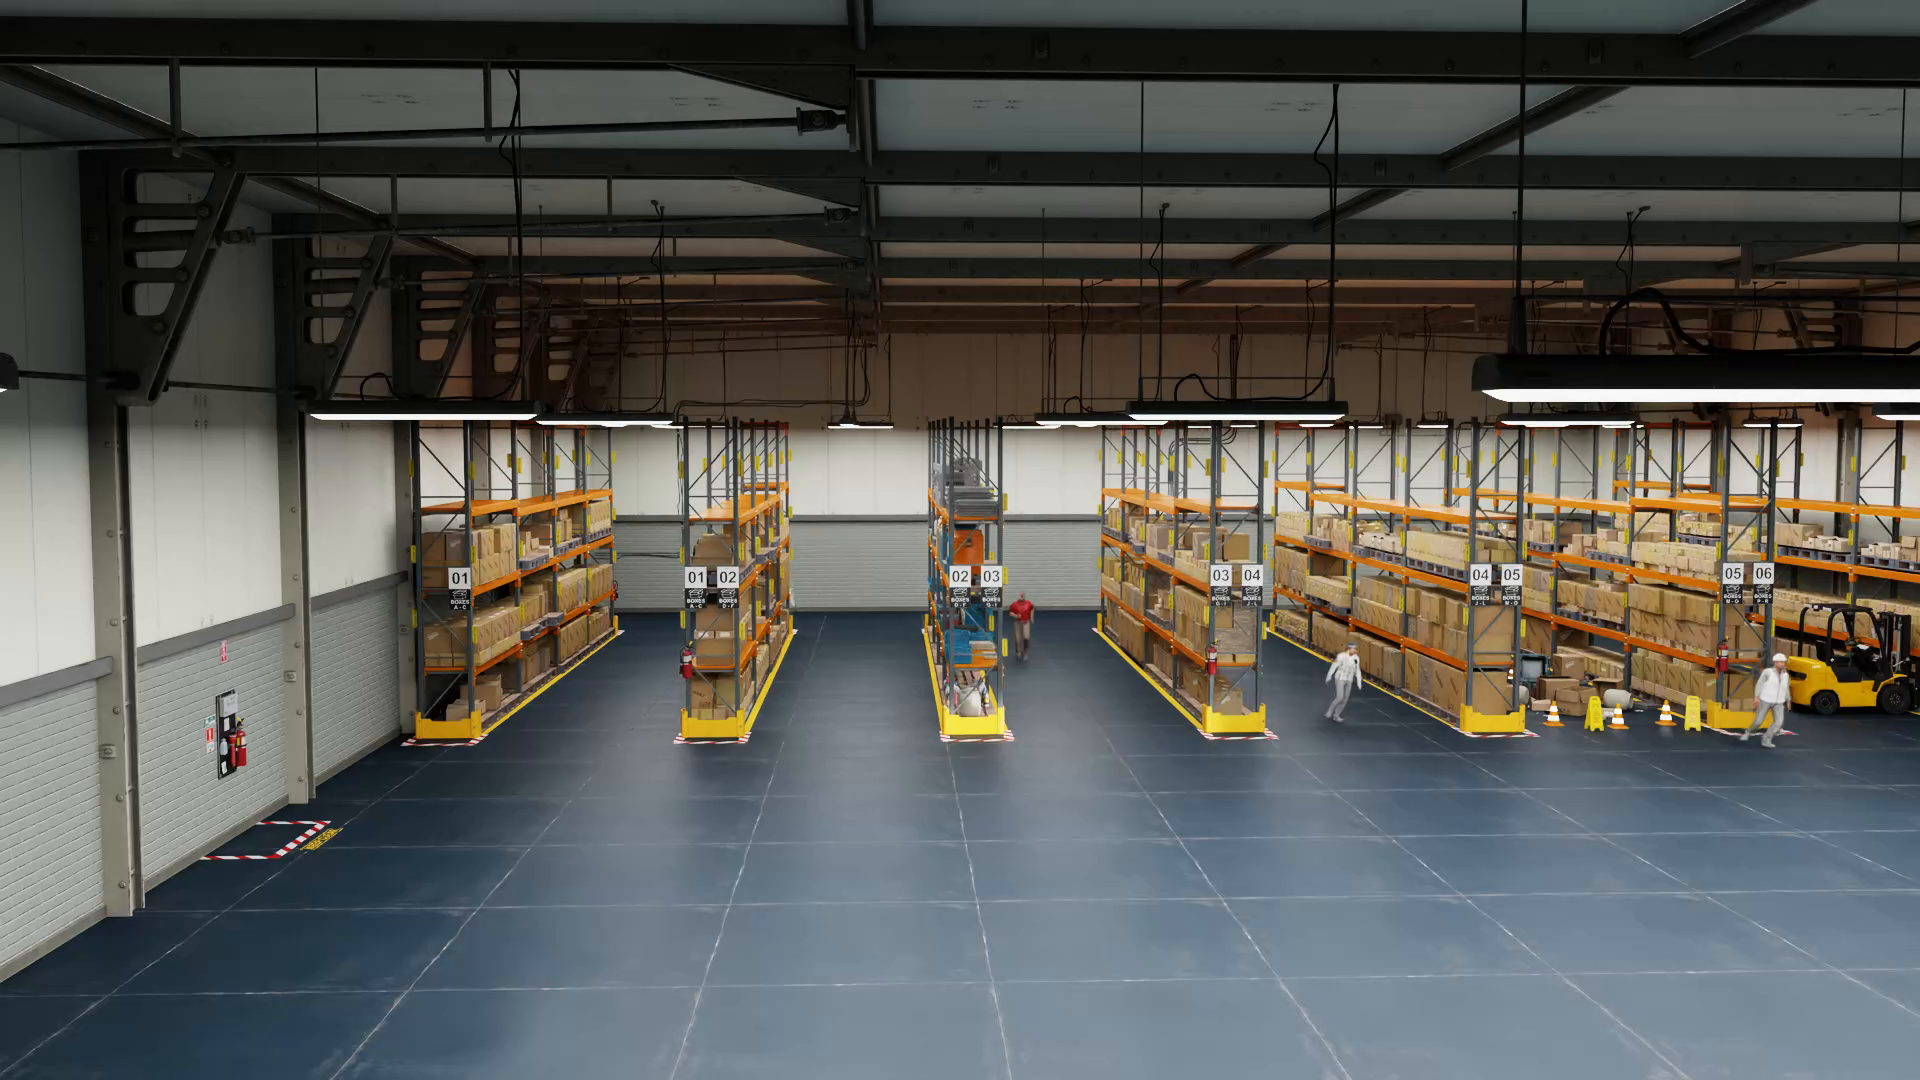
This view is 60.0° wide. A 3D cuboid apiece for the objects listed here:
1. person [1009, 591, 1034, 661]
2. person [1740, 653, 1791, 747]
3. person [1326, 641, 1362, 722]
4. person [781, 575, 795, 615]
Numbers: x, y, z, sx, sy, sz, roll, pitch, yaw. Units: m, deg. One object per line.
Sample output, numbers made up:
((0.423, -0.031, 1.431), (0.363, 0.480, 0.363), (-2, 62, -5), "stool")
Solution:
((1.549, 2.167, 41.549), (0.644, 1.768, 0.826), (0, 4, -4), "person")
((14.669, 2.889, 30.227), (0.731, 1.685, 0.681), (0, 4, -4), "person")
((7.562, 2.787, 32.728), (0.615, 1.602, 0.560), (-1, 4, -18), "person")
((-5.116, 1.647, 48.910), (0.659, 1.814, 0.810), (-3, 5, -38), "person")
